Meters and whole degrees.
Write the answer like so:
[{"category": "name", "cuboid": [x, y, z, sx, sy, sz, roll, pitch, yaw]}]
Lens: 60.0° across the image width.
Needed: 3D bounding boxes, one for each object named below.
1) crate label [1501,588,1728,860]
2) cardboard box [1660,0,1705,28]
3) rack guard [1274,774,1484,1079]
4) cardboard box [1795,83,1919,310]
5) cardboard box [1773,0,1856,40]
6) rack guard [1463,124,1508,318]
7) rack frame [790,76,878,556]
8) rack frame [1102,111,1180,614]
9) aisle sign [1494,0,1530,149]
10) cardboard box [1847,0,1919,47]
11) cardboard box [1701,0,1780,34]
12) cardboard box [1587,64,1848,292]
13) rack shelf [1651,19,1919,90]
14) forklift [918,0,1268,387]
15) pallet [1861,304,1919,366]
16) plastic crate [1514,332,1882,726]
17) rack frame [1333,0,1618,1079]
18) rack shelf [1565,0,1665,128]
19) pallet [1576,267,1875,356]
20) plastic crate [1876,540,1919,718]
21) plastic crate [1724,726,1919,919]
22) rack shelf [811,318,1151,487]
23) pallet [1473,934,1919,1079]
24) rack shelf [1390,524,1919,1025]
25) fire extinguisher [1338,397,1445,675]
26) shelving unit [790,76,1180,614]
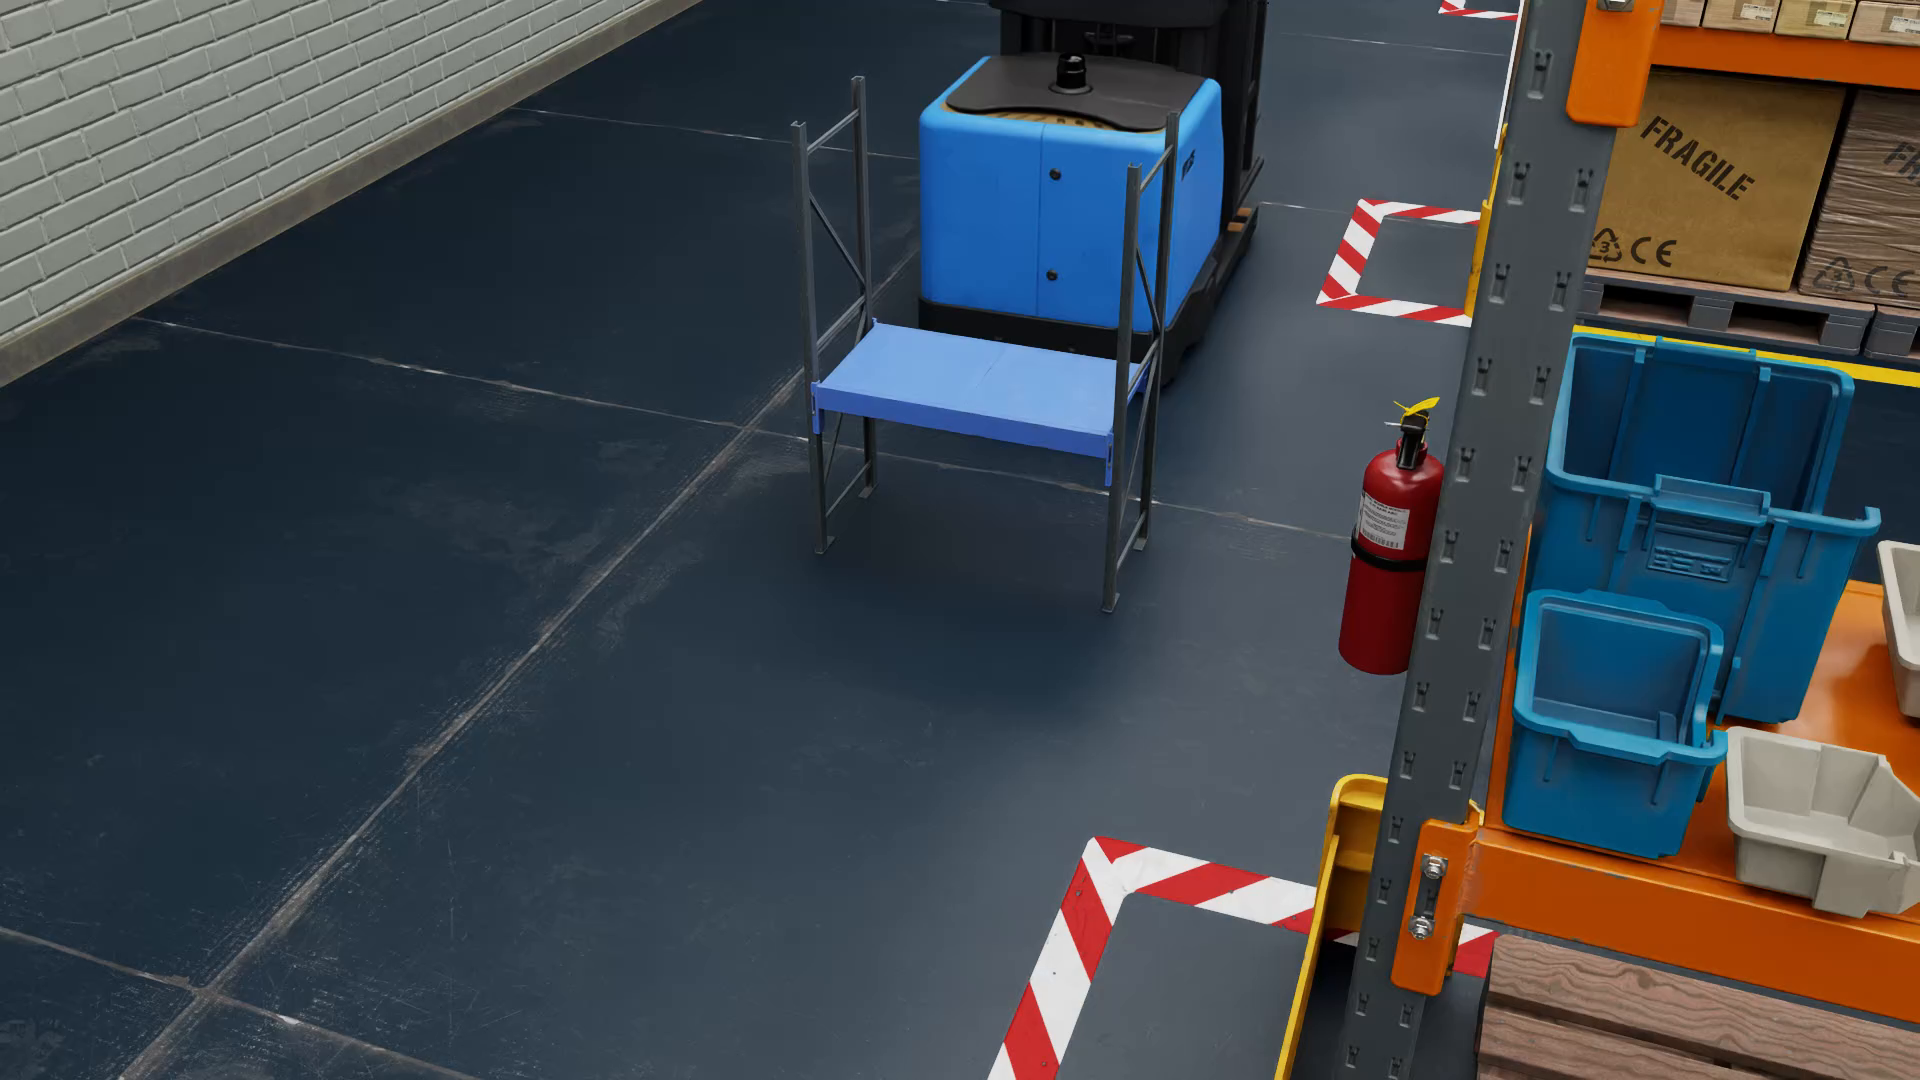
[{"category": "crate label", "cuboid": [1.022, 0.294, 2.628, 0.303, 0.233, 0.416, 11, 34, 16]}, {"category": "cardboard box", "cuboid": [2.795, -2.155, 6.553, 0.250, 0.149, 0.380, 11, 35, 17]}, {"category": "rack guard", "cuboid": [0.874, 1.088, 3.604, 0.348, 0.500, 1.175, 11, 34, 16]}, {"category": "cardboard box", "cuboid": [4.058, -1.535, 6.933, 0.875, 0.875, 0.875, 11, 34, 16]}, {"category": "cardboard box", "cuboid": [3.278, -2.062, 6.409, 0.250, 0.149, 0.380, 10, 34, 15]}, {"category": "rack guard", "cuboid": [2.549, -1.448, 7.532, 0.348, 0.500, 1.175, 11, 34, 16]}, {"category": "rack frame", "cuboid": [-0.398, -0.708, 5.463, 0.032, 1.500, 0.500, 11, 34, 16]}, {"category": "rack frame", "cuboid": [0.559, -0.521, 5.175, 0.032, 1.500, 0.500, 11, 34, 16]}, {"category": "aisle sign", "cuboid": [0.733, -0.918, 2.010, 0.004, 0.787, 0.394, 11, 34, 16]}, {"category": "cardboard box", "cuboid": [3.524, -2.015, 6.336, 0.250, 0.149, 0.380, 10, 34, 16]}, {"category": "cardboard box", "cuboid": [3.037, -2.108, 6.482, 0.250, 0.149, 0.380, 11, 34, 16]}, {"category": "cardboard box", "cuboid": [3.201, -1.701, 7.191, 0.875, 0.875, 0.875, 11, 34, 16]}, {"category": "rack shelf", "cuboid": [4.454, -1.825, 6.475, 4.000, 0.370, 1.077, 11, 34, 16]}, {"category": "forklift", "cuboid": [0.788, -2.616, 7.100, 1.130, 2.935, 3.031, 11, 34, 16]}, {"category": "pallet", "cuboid": [4.495, -0.992, 7.091, 1.213, 0.211, 1.003, 11, 34, 16]}, {"category": "plastic crate", "cuboid": [1.279, -0.039, 2.957, 0.499, 0.435, 0.616, 11, 34, 16]}, {"category": "rack frame", "cuboid": [0.901, 0.035, 2.930, 0.127, 3.000, 1.000, 11, 34, 16]}, {"category": "rack shelf", "cuboid": [2.783, -0.556, 1.744, 4.000, 0.370, 1.077, 11, 34, 16]}, {"category": "pallet", "cuboid": [3.351, -1.216, 7.438, 1.213, 0.211, 1.003, 11, 34, 16]}, {"category": "plastic crate", "cuboid": [1.729, 0.178, 2.897, 0.243, 0.136, 0.396, 11, 34, 16]}, {"category": "plastic crate", "cuboid": [1.296, 0.435, 2.498, 0.298, 0.136, 0.250, 11, 34, 16]}, {"category": "rack shelf", "cuboid": [0.080, -0.463, 5.417, 1.000, 0.185, 0.538, 11, 34, 16]}, {"category": "pallet", "cuboid": [1.664, 1.378, 3.422, 1.213, 0.211, 1.003, 11, 34, 16]}, {"category": "rack shelf", "cuboid": [2.783, 0.704, 2.558, 4.000, 0.370, 1.077, 11, 34, 16]}, {"category": "fire extinguisher", "cuboid": [0.912, -0.035, 3.454, 0.183, 0.674, 0.296, 11, 34, 16]}, {"category": "shelving unit", "cuboid": [0.080, -0.614, 5.319, 1.048, 1.500, 0.538, 11, 34, 16]}]
